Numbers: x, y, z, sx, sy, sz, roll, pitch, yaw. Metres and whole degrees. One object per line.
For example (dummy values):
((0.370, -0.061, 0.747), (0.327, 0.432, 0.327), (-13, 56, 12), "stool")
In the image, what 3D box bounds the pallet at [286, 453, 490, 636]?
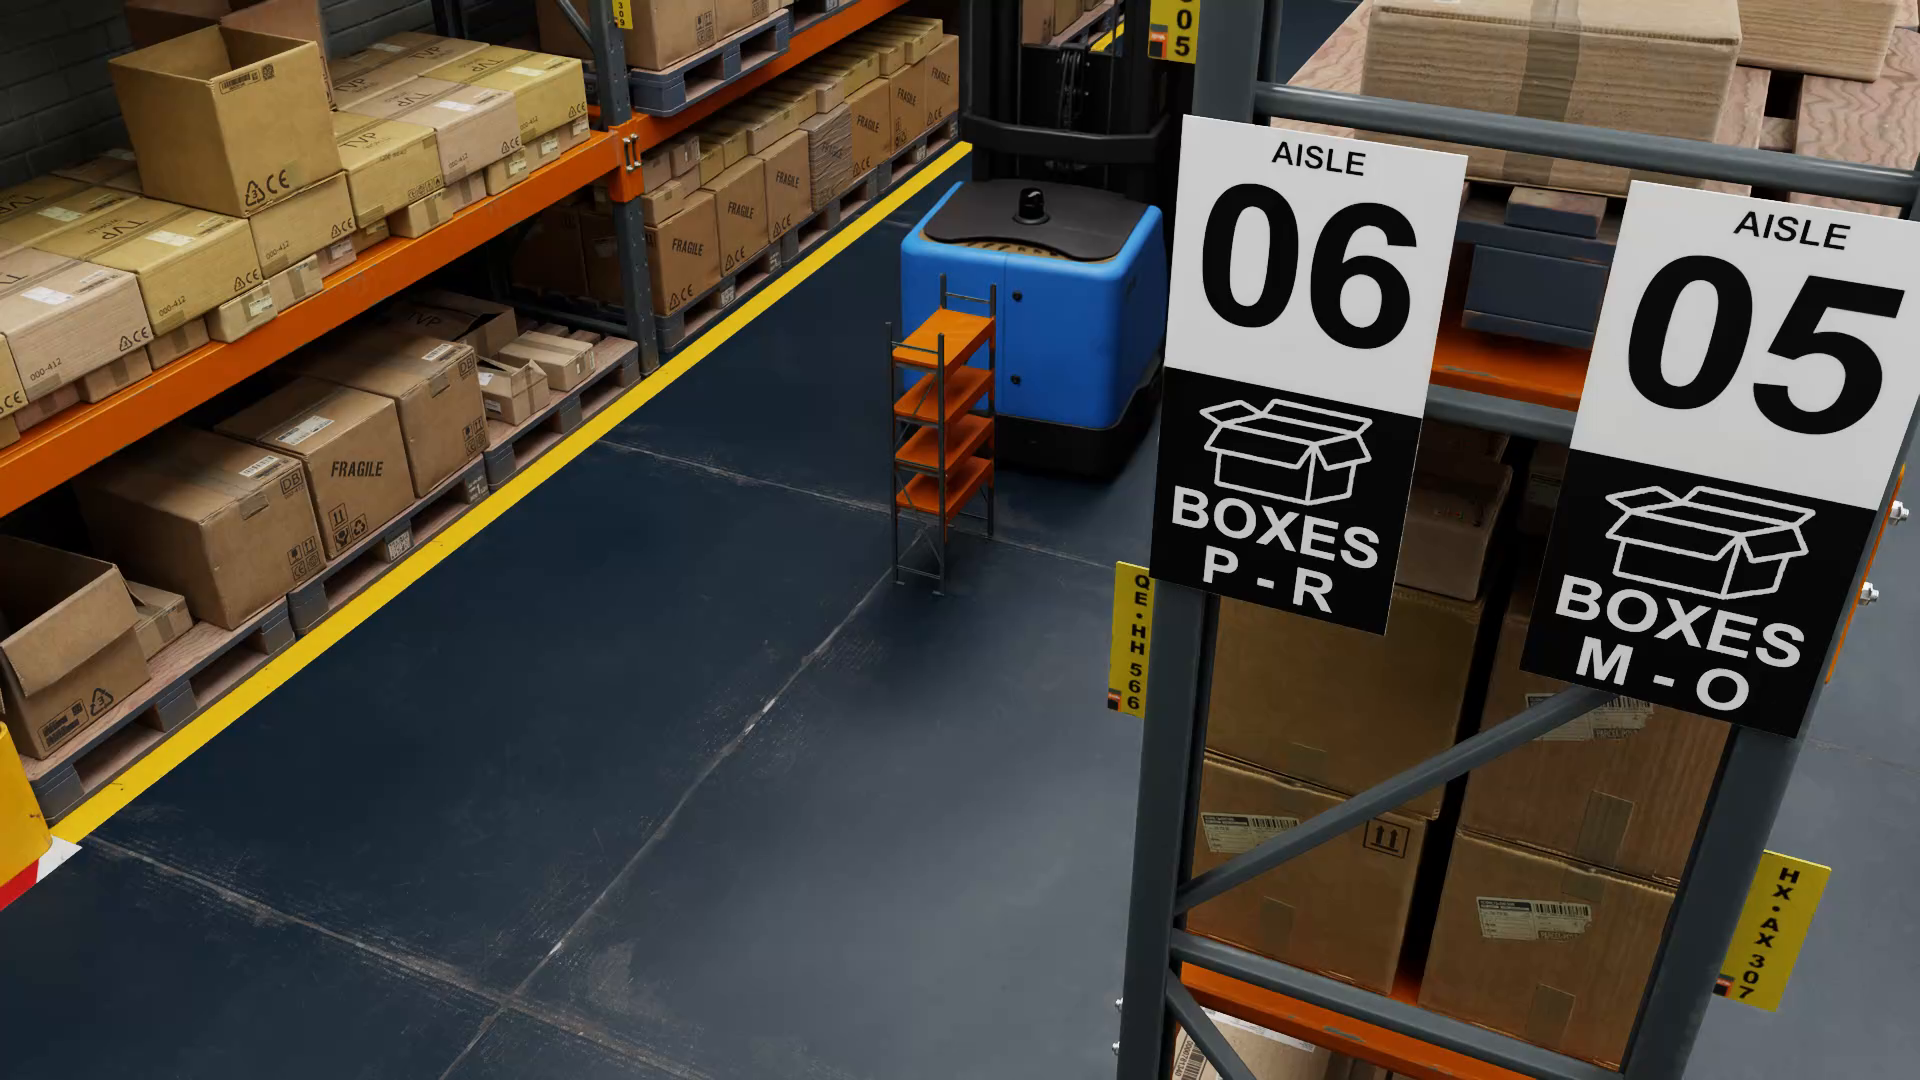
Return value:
((-2.829, -0.112, 7.228), (1.003, 0.211, 1.213), (14, 36, 20), "pallet")

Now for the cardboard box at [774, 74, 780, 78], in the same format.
((-1.289, -2.912, 10.260), (0.380, 0.149, 0.250), (13, 36, 19), "cardboard box")

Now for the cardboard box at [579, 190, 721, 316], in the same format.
((-1.625, -1.549, 8.774), (0.500, 0.500, 0.500), (16, 36, 23), "cardboard box")

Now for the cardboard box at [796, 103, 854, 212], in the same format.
((-0.976, -2.321, 9.951), (0.500, 0.500, 0.500), (13, 35, 19), "cardboard box")

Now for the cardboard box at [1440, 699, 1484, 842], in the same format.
((0.990, 0.310, 3.950), (0.500, 0.500, 0.500), (13, 36, 19), "cardboard box")

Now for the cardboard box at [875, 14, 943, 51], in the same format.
((-0.335, -3.319, 10.882), (0.380, 0.149, 0.250), (12, 35, 18), "cardboard box")

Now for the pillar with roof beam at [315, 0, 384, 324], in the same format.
((0.769, -3.611, 4.550), (9.100, 9.000, 0.400), (14, 36, 20), "pillar with roof beam")

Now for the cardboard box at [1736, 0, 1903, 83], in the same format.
((1.469, -0.957, 2.993), (0.380, 0.149, 0.250), (16, 36, 22), "cardboard box")

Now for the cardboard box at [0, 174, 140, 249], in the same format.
((-3.325, -1.091, 6.044), (0.500, 0.250, 0.500), (15, 36, 22), "cardboard box")

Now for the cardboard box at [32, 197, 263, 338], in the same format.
((-2.851, -0.968, 5.856), (0.500, 0.250, 0.500), (13, 36, 20), "cardboard box")

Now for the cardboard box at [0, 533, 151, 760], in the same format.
((-3.363, 0.348, 5.878), (0.797, 0.503, 0.637), (13, 35, 19), "cardboard box")

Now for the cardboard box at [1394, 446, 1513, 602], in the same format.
((0.773, -0.057, 3.006), (0.380, 0.149, 0.250), (15, 36, 21), "cardboard box")

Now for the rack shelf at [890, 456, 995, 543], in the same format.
((-0.069, -0.197, 6.941), (0.258, 0.148, 0.480), (14, 36, 20), "rack shelf")

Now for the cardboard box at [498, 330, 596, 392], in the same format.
((-1.998, -0.868, 8.056), (0.380, 0.149, 0.250), (13, 35, 19), "cardboard box")

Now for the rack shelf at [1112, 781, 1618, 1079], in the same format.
((1.642, 0.204, 4.859), (1.077, 0.370, 4.000), (14, 36, 20), "rack shelf")

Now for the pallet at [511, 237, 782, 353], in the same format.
((-1.726, -1.477, 9.311), (1.003, 0.211, 1.213), (14, 36, 20), "pallet")

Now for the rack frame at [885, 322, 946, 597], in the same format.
((-0.171, -0.298, 6.610), (0.240, 1.200, 0.015), (14, 36, 20), "rack frame")

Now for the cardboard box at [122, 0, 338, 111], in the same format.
((-2.896, -1.924, 6.631), (0.500, 0.500, 0.500), (13, 35, 19), "cardboard box")

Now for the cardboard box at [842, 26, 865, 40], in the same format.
((-0.859, -3.435, 11.058), (0.380, 0.149, 0.250), (16, 37, 23), "cardboard box")

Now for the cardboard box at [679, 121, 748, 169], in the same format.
((-1.395, -2.175, 9.136), (0.380, 0.149, 0.250), (14, 36, 20), "cardboard box")

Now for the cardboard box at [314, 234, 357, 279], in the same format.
((-2.597, -1.143, 6.487), (0.380, 0.149, 0.250), (14, 36, 20), "cardboard box")

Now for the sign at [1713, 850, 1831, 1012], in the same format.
((1.306, 0.634, 2.685), (0.100, 0.325, 0.005), (14, 36, 20), "sign")

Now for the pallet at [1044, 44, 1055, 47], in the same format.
((0.022, -3.457, 12.329), (1.003, 0.211, 1.213), (14, 36, 20), "pallet")

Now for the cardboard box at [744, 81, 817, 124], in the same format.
((-1.064, -2.555, 9.716), (0.380, 0.149, 0.250), (14, 36, 21), "cardboard box")

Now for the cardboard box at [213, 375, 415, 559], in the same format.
((-2.658, -0.308, 6.881), (0.500, 0.500, 0.500), (15, 36, 21), "cardboard box")

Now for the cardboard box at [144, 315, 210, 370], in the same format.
((-2.908, -0.755, 5.895), (0.380, 0.149, 0.250), (15, 36, 21), "cardboard box")

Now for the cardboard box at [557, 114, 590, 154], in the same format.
((-1.936, -1.908, 7.653), (0.380, 0.149, 0.250), (15, 36, 21), "cardboard box")

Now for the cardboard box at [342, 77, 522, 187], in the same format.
((-2.219, -1.729, 7.017), (0.500, 0.250, 0.500), (14, 36, 21), "cardboard box")

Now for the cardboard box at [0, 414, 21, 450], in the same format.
((-3.254, -0.371, 5.309), (0.380, 0.149, 0.250), (15, 36, 22), "cardboard box")

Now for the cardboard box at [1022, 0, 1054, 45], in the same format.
((0.181, -4.039, 12.457), (0.875, 0.625, 0.625), (15, 36, 22), "cardboard box")

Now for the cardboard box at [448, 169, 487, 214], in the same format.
((-2.246, -1.514, 7.052), (0.380, 0.149, 0.250), (15, 36, 22), "cardboard box")

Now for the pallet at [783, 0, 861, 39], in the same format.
((-1.168, -3.172, 9.527), (1.003, 0.211, 1.213), (14, 36, 20), "pallet")

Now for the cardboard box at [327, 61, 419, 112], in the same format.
((-2.688, -1.855, 7.209), (0.500, 0.250, 0.500), (14, 36, 20), "cardboard box")

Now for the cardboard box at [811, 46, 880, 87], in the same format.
((-0.723, -2.934, 10.294), (0.380, 0.149, 0.250), (15, 36, 22), "cardboard box")

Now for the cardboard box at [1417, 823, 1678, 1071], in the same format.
((1.266, 0.684, 3.380), (0.500, 0.500, 0.500), (14, 36, 20), "cardboard box")

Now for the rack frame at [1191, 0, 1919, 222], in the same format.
((0.805, -1.609, 1.498), (1.000, 3.000, 0.127), (14, 36, 20), "rack frame")

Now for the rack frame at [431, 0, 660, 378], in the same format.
((-2.032, -2.230, 7.915), (1.000, 3.000, 0.127), (14, 36, 20), "rack frame")

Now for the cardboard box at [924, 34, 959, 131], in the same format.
((-0.340, -3.092, 11.127), (0.500, 0.500, 0.500), (15, 36, 22), "cardboard box")

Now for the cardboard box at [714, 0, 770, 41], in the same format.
((-1.409, -2.895, 8.455), (0.700, 0.500, 0.500), (15, 36, 21), "cardboard box")

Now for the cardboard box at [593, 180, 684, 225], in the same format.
((-1.640, -1.749, 8.487), (0.380, 0.149, 0.250), (16, 36, 23), "cardboard box")

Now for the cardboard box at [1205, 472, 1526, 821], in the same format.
((0.790, 0.145, 3.291), (0.500, 0.500, 0.500), (15, 36, 22), "cardboard box")

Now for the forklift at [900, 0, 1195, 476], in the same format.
((0.675, -2.321, 8.116), (1.130, 2.935, 3.031), (11, 35, 16), "forklift")

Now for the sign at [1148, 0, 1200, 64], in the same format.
((0.318, -0.824, 2.300), (0.100, 0.325, 0.005), (14, 36, 20), "sign")

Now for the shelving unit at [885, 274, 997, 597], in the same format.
((-0.069, -0.419, 6.795), (0.258, 1.200, 0.503), (14, 36, 20), "shelving unit")
